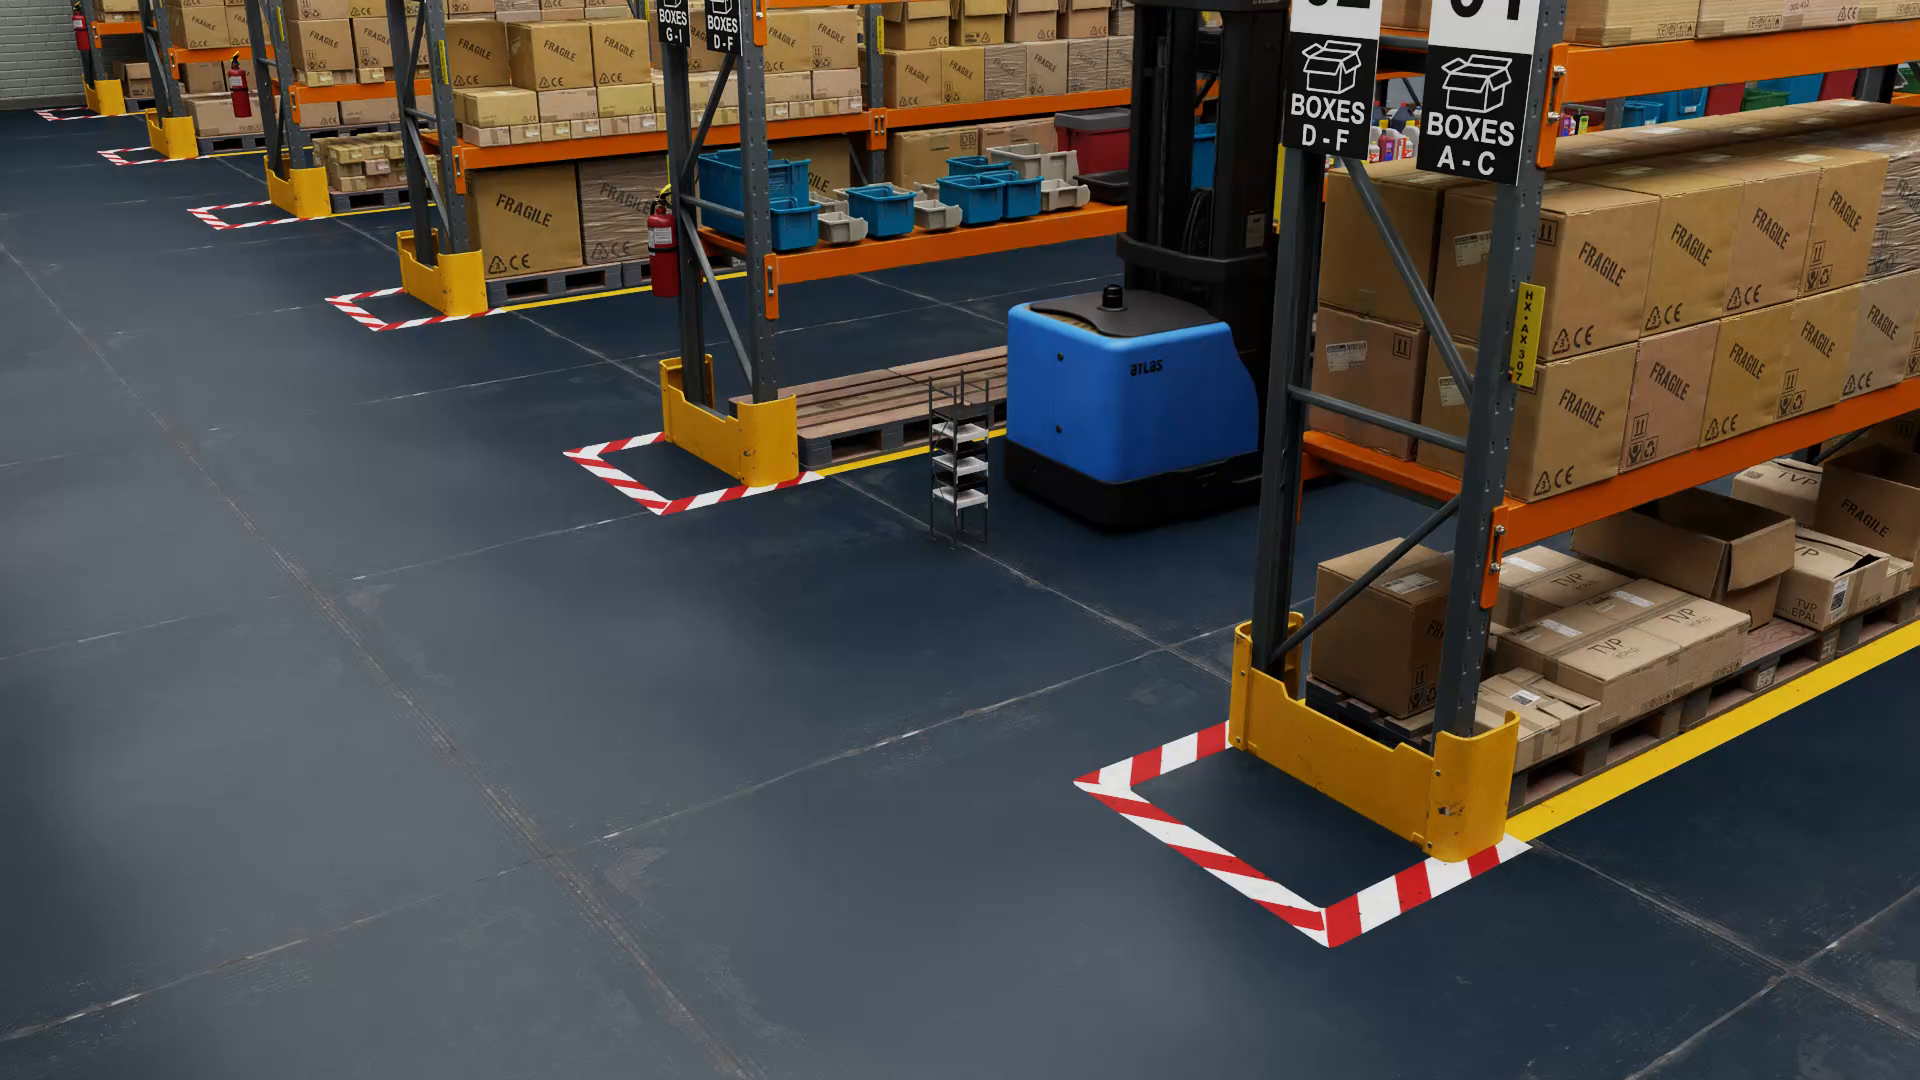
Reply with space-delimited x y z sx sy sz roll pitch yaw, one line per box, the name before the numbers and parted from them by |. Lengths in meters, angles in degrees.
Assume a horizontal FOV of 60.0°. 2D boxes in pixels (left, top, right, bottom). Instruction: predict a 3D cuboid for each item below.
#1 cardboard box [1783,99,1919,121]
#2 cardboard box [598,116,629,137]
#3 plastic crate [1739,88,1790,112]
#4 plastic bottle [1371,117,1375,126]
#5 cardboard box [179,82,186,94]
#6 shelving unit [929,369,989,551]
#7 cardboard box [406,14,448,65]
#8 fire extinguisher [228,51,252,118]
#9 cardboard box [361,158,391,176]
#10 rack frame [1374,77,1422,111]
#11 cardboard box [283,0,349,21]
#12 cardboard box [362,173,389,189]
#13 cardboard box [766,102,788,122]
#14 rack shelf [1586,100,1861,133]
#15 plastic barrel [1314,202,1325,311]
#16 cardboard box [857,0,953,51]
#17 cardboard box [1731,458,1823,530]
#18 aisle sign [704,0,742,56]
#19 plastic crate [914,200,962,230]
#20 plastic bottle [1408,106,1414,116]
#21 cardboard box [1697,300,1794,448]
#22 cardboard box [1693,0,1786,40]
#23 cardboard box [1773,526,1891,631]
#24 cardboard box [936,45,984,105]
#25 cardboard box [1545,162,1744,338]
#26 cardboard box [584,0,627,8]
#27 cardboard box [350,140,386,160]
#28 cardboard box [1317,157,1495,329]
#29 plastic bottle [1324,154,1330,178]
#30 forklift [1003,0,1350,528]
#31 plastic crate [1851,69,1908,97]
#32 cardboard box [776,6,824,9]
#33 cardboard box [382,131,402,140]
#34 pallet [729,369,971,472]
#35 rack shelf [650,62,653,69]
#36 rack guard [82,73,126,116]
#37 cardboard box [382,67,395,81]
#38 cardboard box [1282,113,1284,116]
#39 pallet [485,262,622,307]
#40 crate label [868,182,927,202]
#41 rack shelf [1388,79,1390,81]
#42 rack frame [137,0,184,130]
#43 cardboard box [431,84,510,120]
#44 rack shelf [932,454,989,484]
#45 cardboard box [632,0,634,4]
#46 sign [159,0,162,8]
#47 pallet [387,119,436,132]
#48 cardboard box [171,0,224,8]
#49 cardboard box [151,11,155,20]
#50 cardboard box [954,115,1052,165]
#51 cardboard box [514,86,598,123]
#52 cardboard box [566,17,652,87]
cardboard box | 4.194 -1.778 7.820 0.500 0.500 0.500 -14 26 -31
cardboard box | -2.975 -3.483 13.917 0.250 0.149 0.380 -16 27 -34
plastic crate | 7.096 -3.946 15.025 0.662 0.188 0.450 -15 26 -33
plastic bottle | 3.208 -3.209 13.065 0.097 0.271 0.097 0 22 0
cardboard box | -12.059 -6.928 25.492 0.250 0.149 0.380 -16 27 -35
shelving unit | -0.007 -0.416 8.725 0.210 0.900 0.258 -15 26 -33
cardboard box | -5.753 -5.338 17.690 0.500 0.500 0.500 -15 26 -32
fire extinguisher | -7.577 -4.789 17.457 0.183 0.674 0.296 -15 26 -33
cardboard box | -6.273 -4.001 17.754 0.250 0.149 0.380 -15 26 -33
rack frame | 5.452 -5.997 19.877 0.127 3.000 1.000 -15 26 -33
cardboard box | -6.584 -5.580 16.947 0.500 0.500 0.500 -15 26 -33
cardboard box | -6.326 -3.883 17.859 0.250 0.149 0.380 -15 26 -33
cardboard box | -1.724 -3.817 14.753 0.250 0.149 0.380 -14 26 -32
rack shelf | 6.722 -3.740 15.191 4.000 0.370 1.077 -15 26 -33
plastic barrel | 2.877 -2.261 12.781 0.708 0.901 0.600 -15 26 -33
cardboard box | -0.528 -4.918 15.686 0.637 0.503 0.797 -16 27 -34
cardboard box | 4.274 -0.214 8.419 0.500 0.311 0.500 -15 26 -33
aisle sign | -1.281 -3.012 8.889 0.004 0.787 0.394 -15 26 -33
plastic crate | -0.144 -1.960 10.037 0.298 0.136 0.250 -15 26 -33
plastic bottle | 3.593 -3.354 13.411 0.133 0.283 0.061 -15 26 -33
cardboard box | 2.833 -0.702 6.475 0.500 0.500 0.500 -15 26 -33
cardboard box | 2.473 -1.881 5.718 0.500 0.250 0.500 -15 26 -33
cardboard box | 3.835 0.131 7.554 0.500 0.311 0.500 -15 26 -33
cardboard box | -0.115 -4.445 15.854 0.500 0.500 0.500 -15 26 -33
cardboard box | 2.428 -1.061 6.025 0.500 0.500 0.500 -15 26 -32
cardboard box | -4.080 -6.245 18.614 0.500 0.500 0.500 -16 27 -35
cardboard box | -6.326 -4.168 17.771 0.250 0.149 0.380 -14 26 -32
cardboard box | 1.695 -1.108 6.142 0.500 0.500 0.500 -15 26 -33
plastic bottle | 2.589 -2.693 11.866 0.097 0.201 0.097 0 22 0
forklift | 1.762 -1.827 9.521 3.031 2.935 1.130 -14 26 -31
plastic crate | 8.844 -4.553 16.342 0.504 0.338 0.767 -15 26 -33
cardboard box | -1.580 -4.655 15.304 0.500 0.500 0.500 -15 26 -33
cardboard box | -6.201 -4.420 18.403 0.250 0.149 0.380 -16 27 -35
pallet | -0.704 -0.781 10.569 1.213 0.211 1.003 -15 26 -33
rack shelf | -2.233 -5.878 20.550 4.000 0.370 1.077 -15 26 -33
rack guard | -12.916 -6.729 25.084 0.348 0.500 1.175 -15 26 -33
cardboard box | -6.086 -4.975 17.656 0.250 0.149 0.380 -14 25 -30
cardboard box | 4.089 -4.695 19.394 0.500 0.500 0.700 -18 28 -37
pallet | -3.685 -2.301 14.377 1.213 0.211 1.003 -15 26 -33
crate label | -0.384 -2.172 10.566 0.243 0.136 0.396 -15 26 -33
rack shelf | 7.076 -6.096 21.095 4.000 0.370 1.077 -15 26 -33
rack frame | -10.076 -6.381 20.839 0.127 3.000 1.000 -15 26 -33
cardboard box | -4.050 -3.653 13.804 0.500 0.250 0.500 -15 26 -34
rack shelf | -0.007 -0.385 8.738 0.200 0.077 0.258 -15 26 -33
cardboard box | -4.645 -7.865 24.086 0.500 0.250 0.500 -16 27 -34
sign | -9.757 -6.651 20.243 0.005 0.325 0.100 -15 26 -33
pallet | -7.492 -5.810 23.172 1.213 0.211 1.003 -15 26 -33
cardboard box | -9.520 -6.910 20.681 0.500 0.500 0.500 -16 27 -34
cardboard box | -12.179 -7.881 24.939 0.250 0.149 0.380 -15 26 -34
cardboard box | 0.191 -3.812 16.701 0.875 0.875 1.225 -16 27 -35
cardboard box | -3.323 -3.605 13.684 0.500 0.250 0.500 -15 26 -33
cardboard box | -2.918 -4.061 13.815 0.500 0.500 0.500 -16 27 -34
